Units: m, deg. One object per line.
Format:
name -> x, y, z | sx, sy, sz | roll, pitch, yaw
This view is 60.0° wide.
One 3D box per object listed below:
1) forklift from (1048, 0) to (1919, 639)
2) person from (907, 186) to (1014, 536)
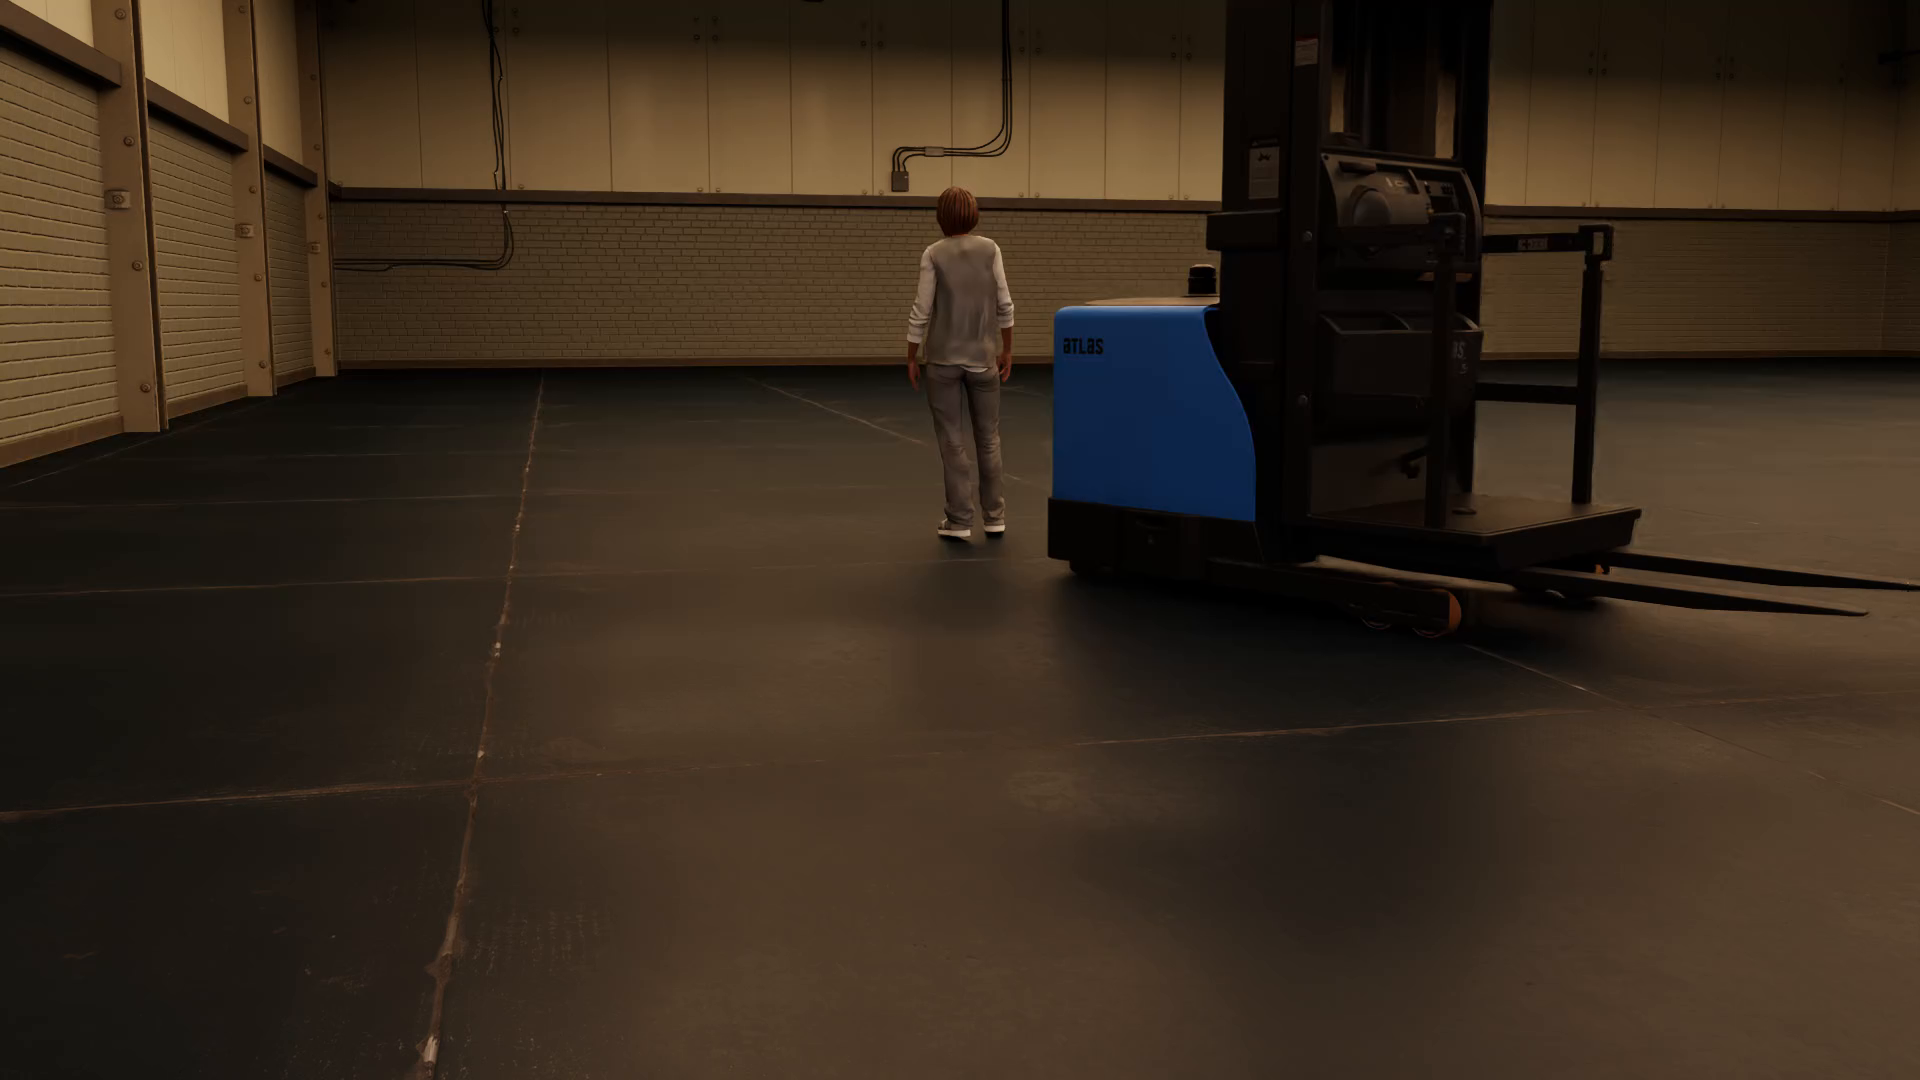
forklift -> 1.725, -1.210, 5.779 | 1.130, 2.935, 3.031 | -7, 11, -42
person -> -0.004, -0.808, 7.669 | 0.521, 1.596, 0.475 | -2, 8, -13
